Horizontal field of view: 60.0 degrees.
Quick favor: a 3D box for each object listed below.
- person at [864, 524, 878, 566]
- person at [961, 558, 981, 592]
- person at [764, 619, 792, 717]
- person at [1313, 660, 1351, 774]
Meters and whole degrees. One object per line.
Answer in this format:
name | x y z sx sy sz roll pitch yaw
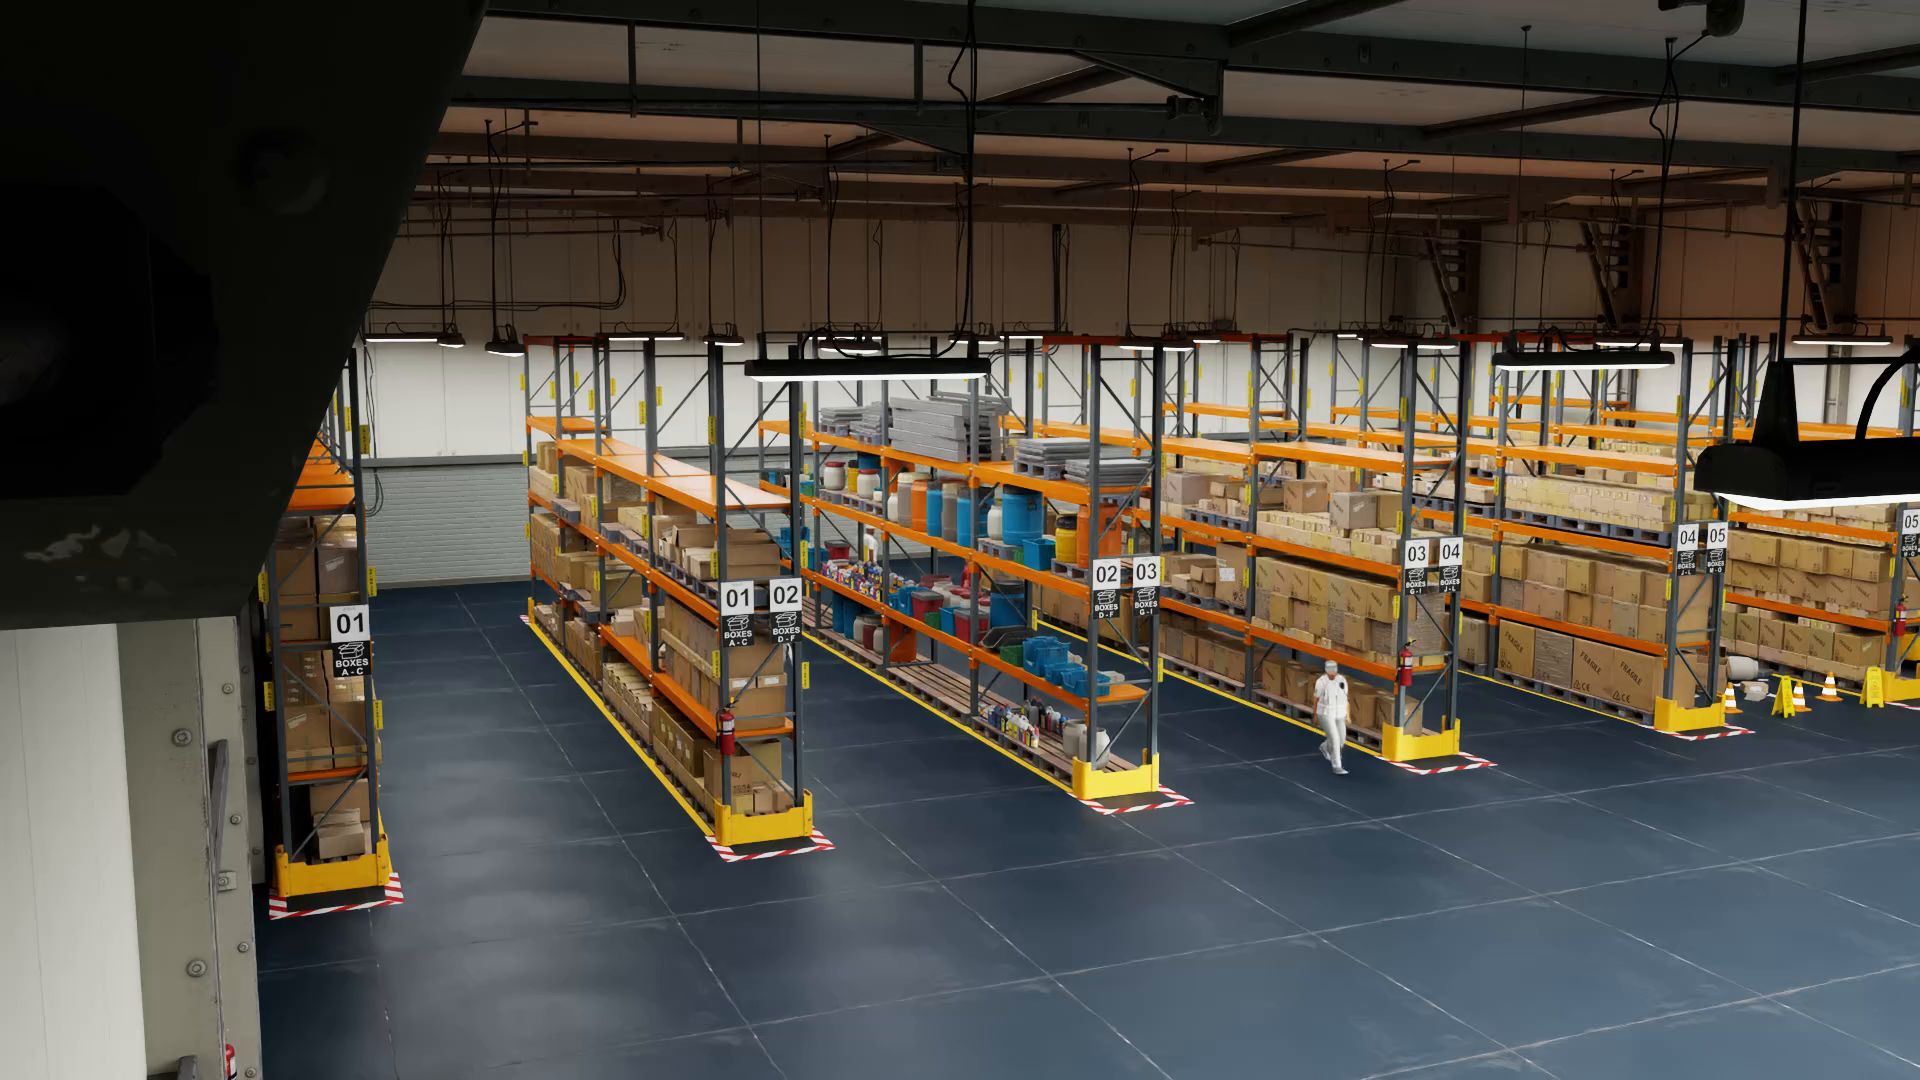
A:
person | -2.027 0.502 37.383 0.587 1.802 0.620 -5 9 -34
person | 0.210 1.113 32.960 0.413 1.755 0.580 6 9 37
person | -2.948 1.952 26.719 0.558 1.624 1.050 -5 9 -32
person | 5.250 2.450 23.428 0.473 1.561 0.946 -2 8 -14
